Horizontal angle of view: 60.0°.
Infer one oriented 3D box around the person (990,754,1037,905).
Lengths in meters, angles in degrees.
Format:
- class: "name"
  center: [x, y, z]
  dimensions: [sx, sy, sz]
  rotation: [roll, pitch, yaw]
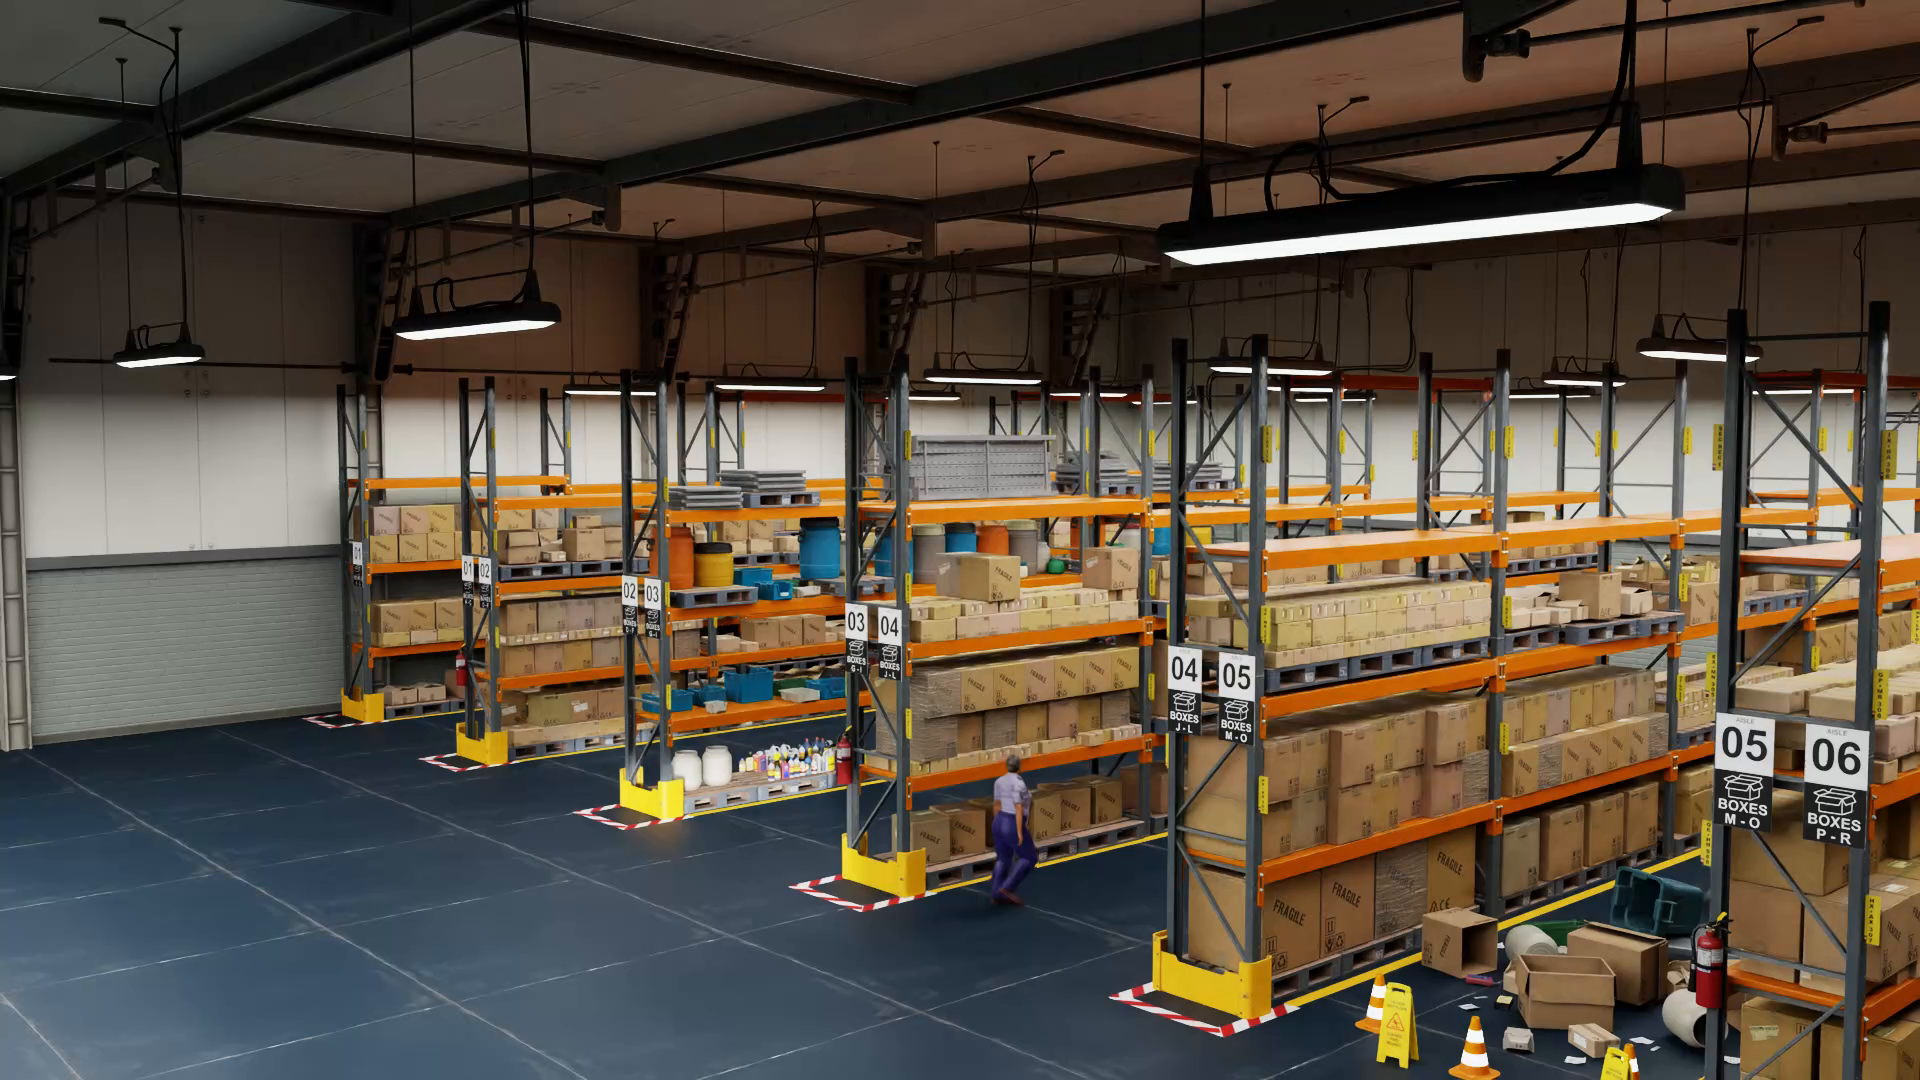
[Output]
- class: "person"
  center: [0.558, 3.158, 18.089]
  dimensions: [0.452, 1.622, 0.520]
  rotation: [-2, 4, -29]
